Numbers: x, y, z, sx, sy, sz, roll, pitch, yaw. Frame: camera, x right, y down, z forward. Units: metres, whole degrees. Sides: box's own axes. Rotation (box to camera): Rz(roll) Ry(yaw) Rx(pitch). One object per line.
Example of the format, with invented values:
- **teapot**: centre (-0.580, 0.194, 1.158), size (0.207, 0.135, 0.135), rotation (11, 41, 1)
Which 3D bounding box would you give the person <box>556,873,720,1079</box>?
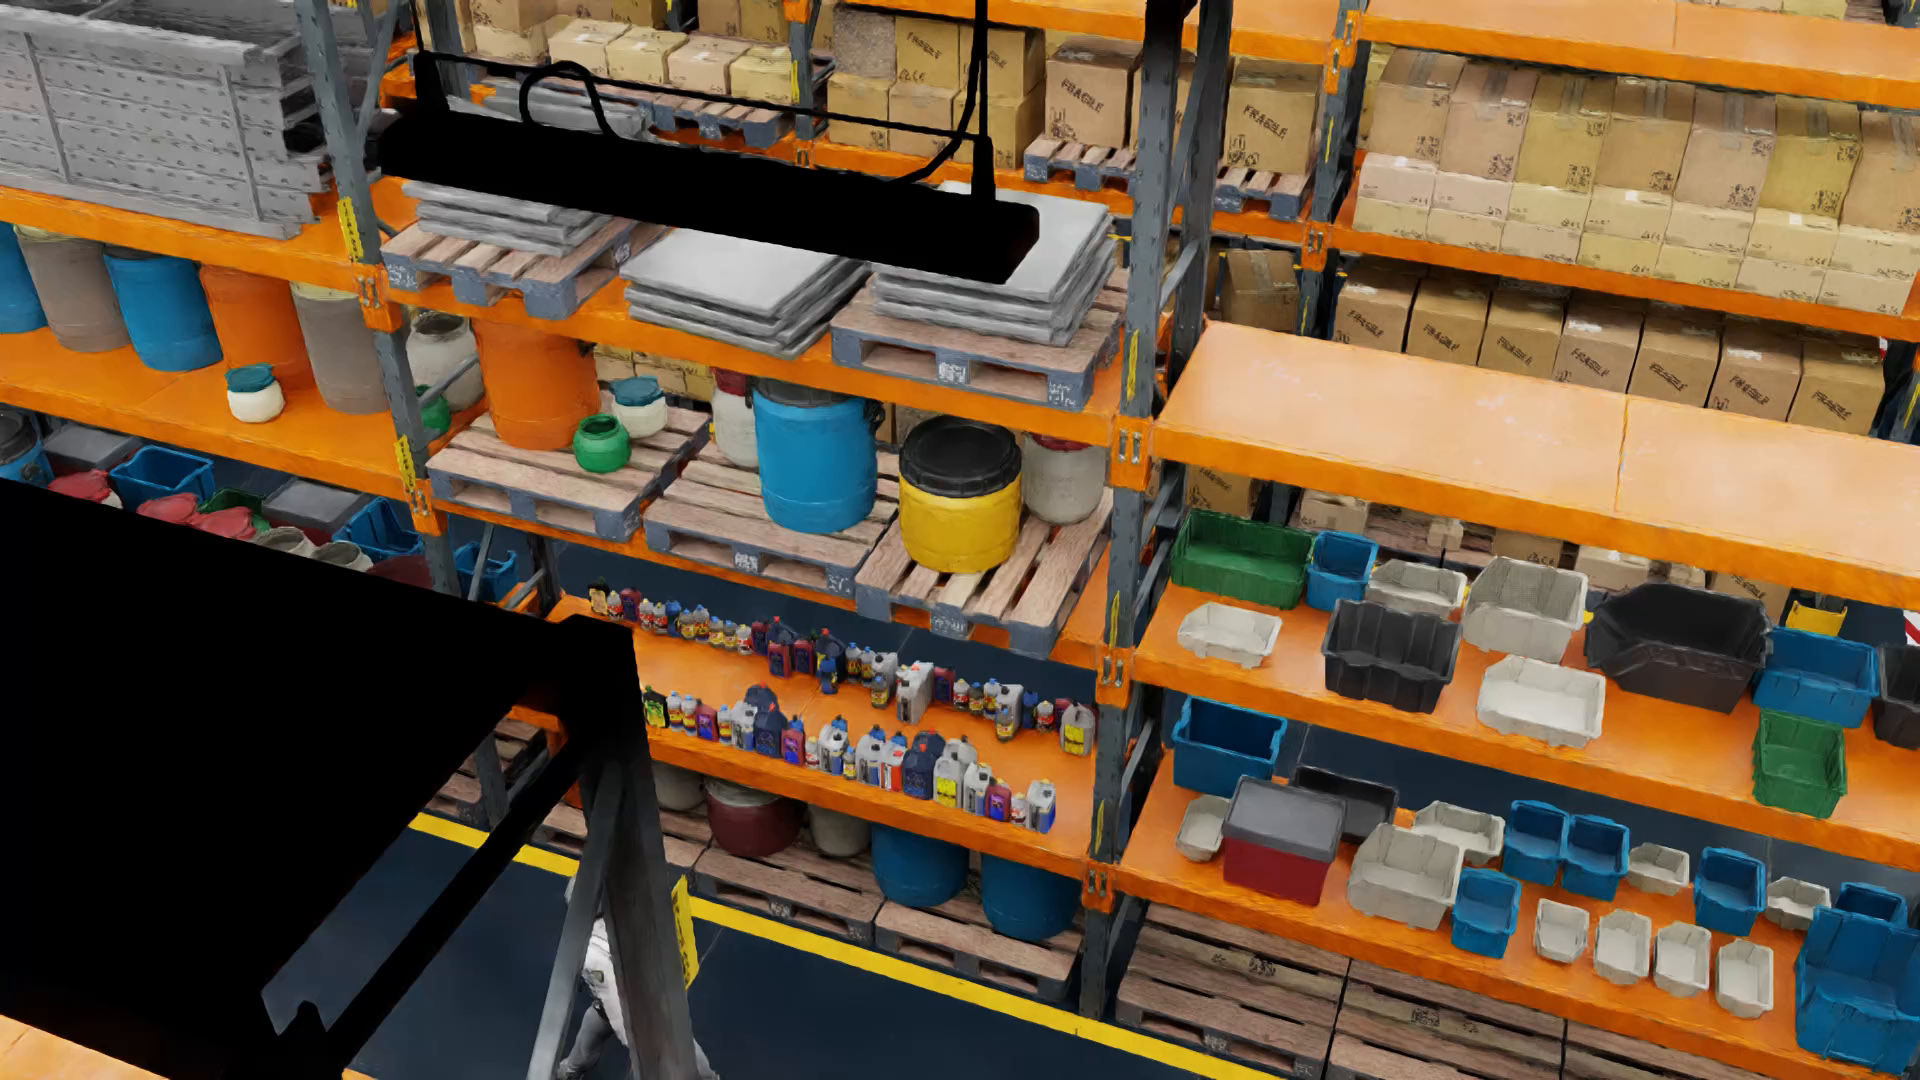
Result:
- **person**: centre (-1.828, 2.365, 8.822), size (1.073, 1.584, 0.499), rotation (12, 38, 15)
